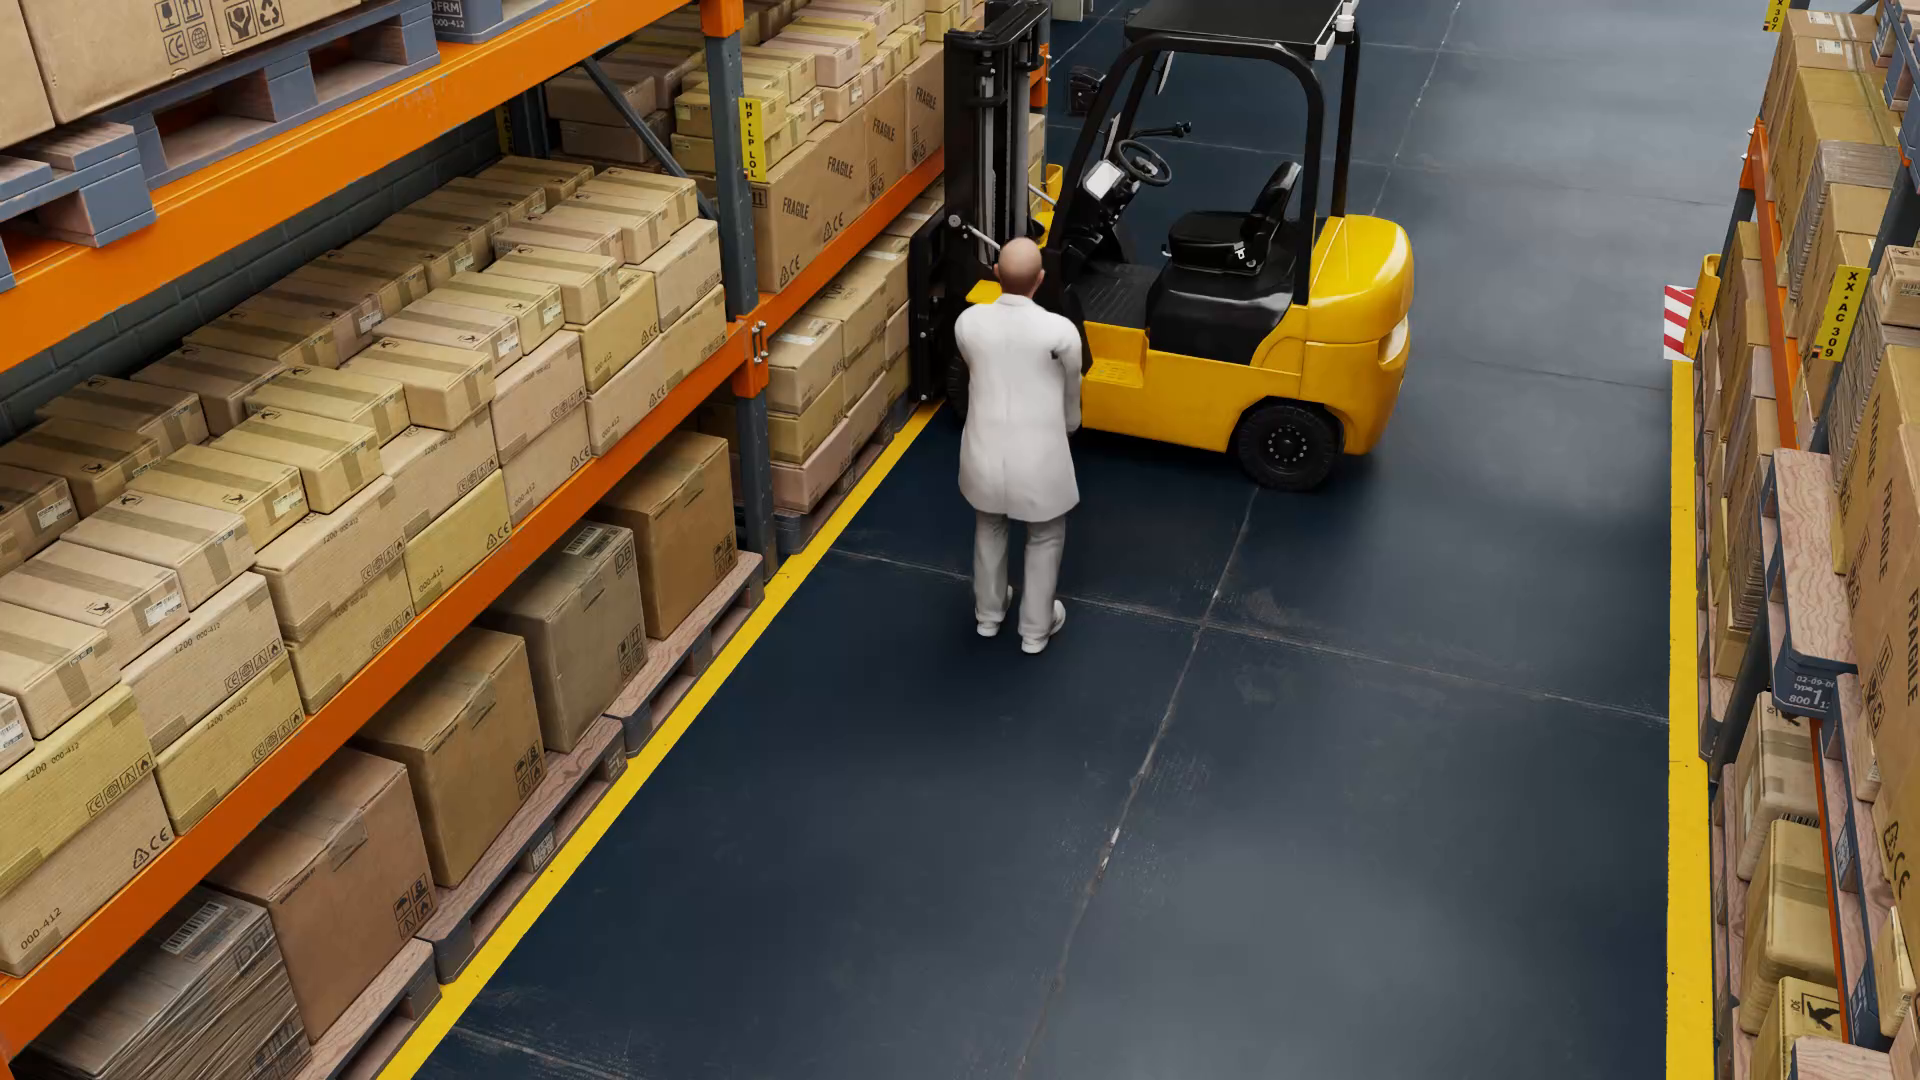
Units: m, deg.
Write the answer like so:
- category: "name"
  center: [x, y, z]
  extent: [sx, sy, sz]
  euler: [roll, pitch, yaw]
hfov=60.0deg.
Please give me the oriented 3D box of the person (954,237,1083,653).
- category: "person"
  center: [0.259, -0.405, 6.791]
  extent: [0.531, 1.774, 0.573]
  euler: [10, 34, 16]
